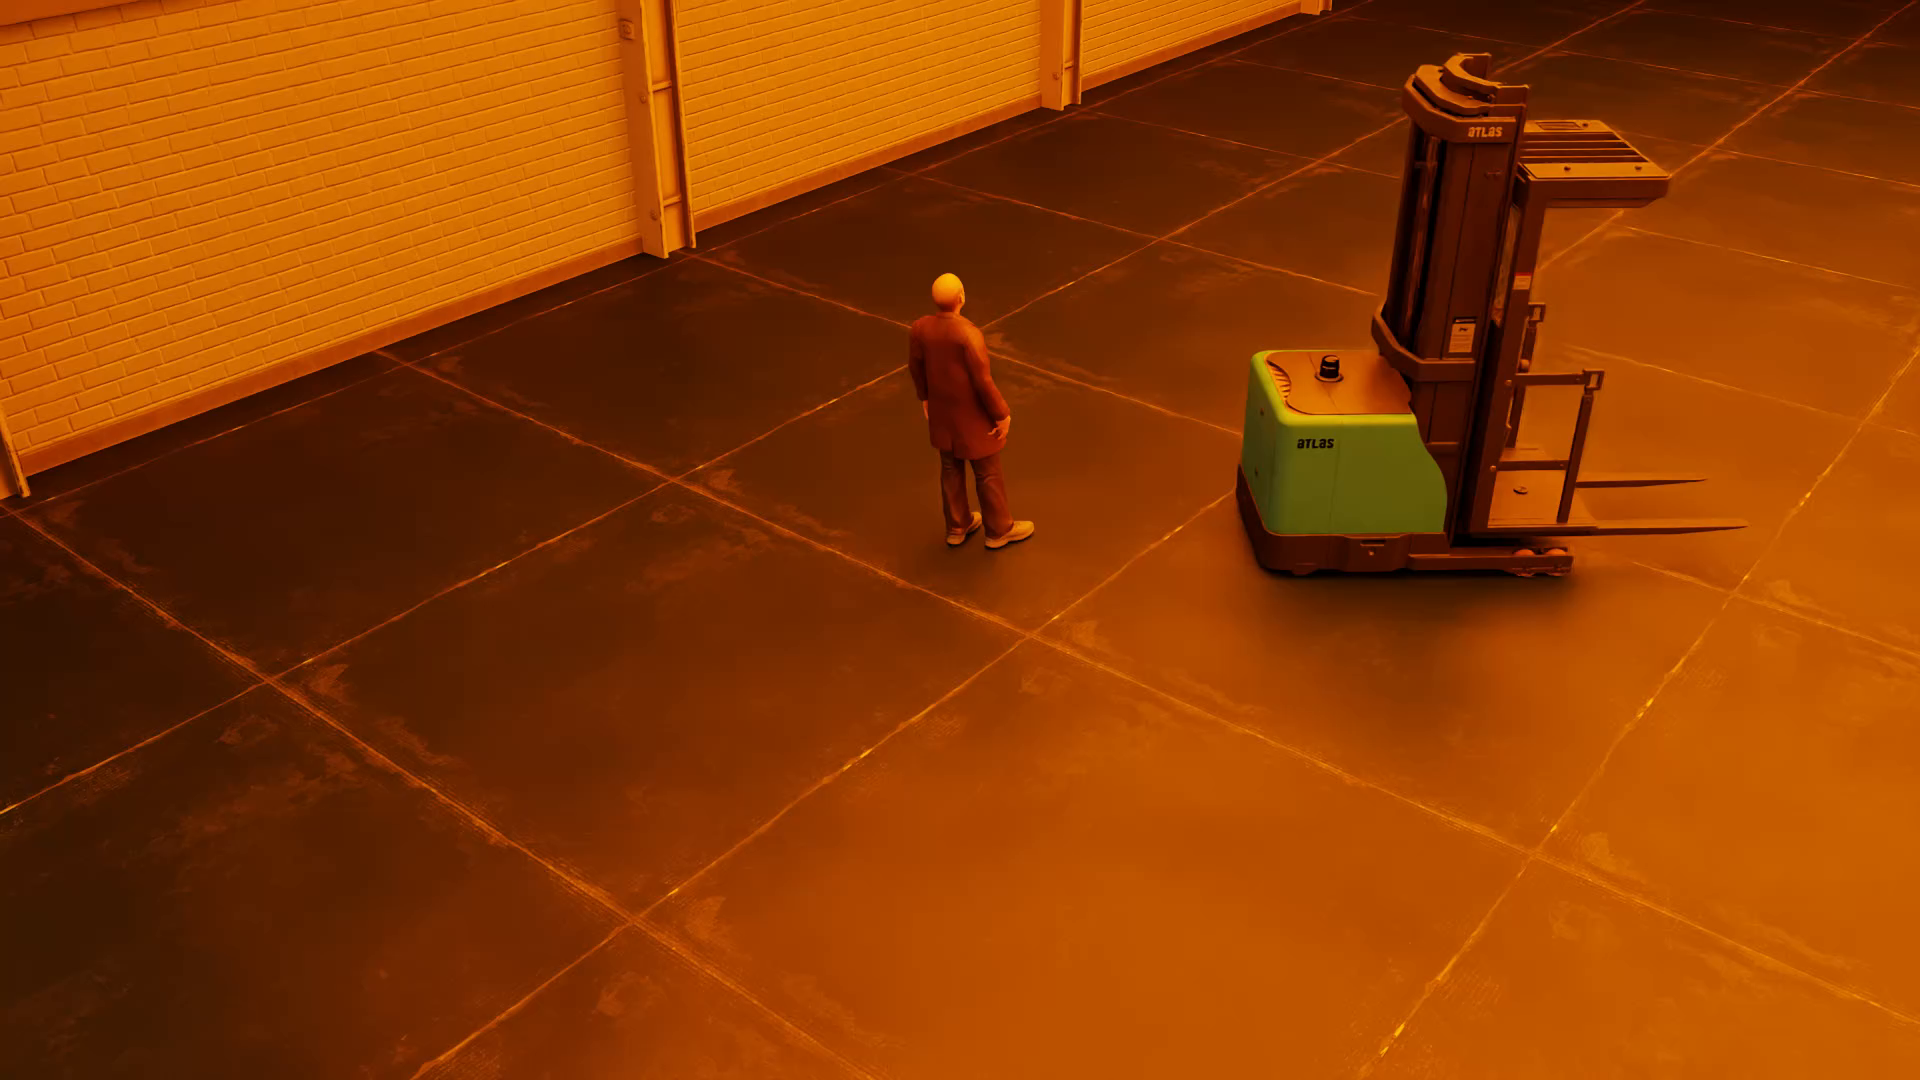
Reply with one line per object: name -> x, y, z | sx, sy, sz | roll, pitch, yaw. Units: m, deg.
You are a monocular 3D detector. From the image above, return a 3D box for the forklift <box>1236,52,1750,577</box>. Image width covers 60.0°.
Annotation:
forklift -> 3.329, -1.308, 9.833 | 3.031, 2.935, 1.130 | -1, 30, -2

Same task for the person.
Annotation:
person -> 0.061, -0.808, 10.106 | 0.694, 1.776, 0.582 | 22, 37, 33
